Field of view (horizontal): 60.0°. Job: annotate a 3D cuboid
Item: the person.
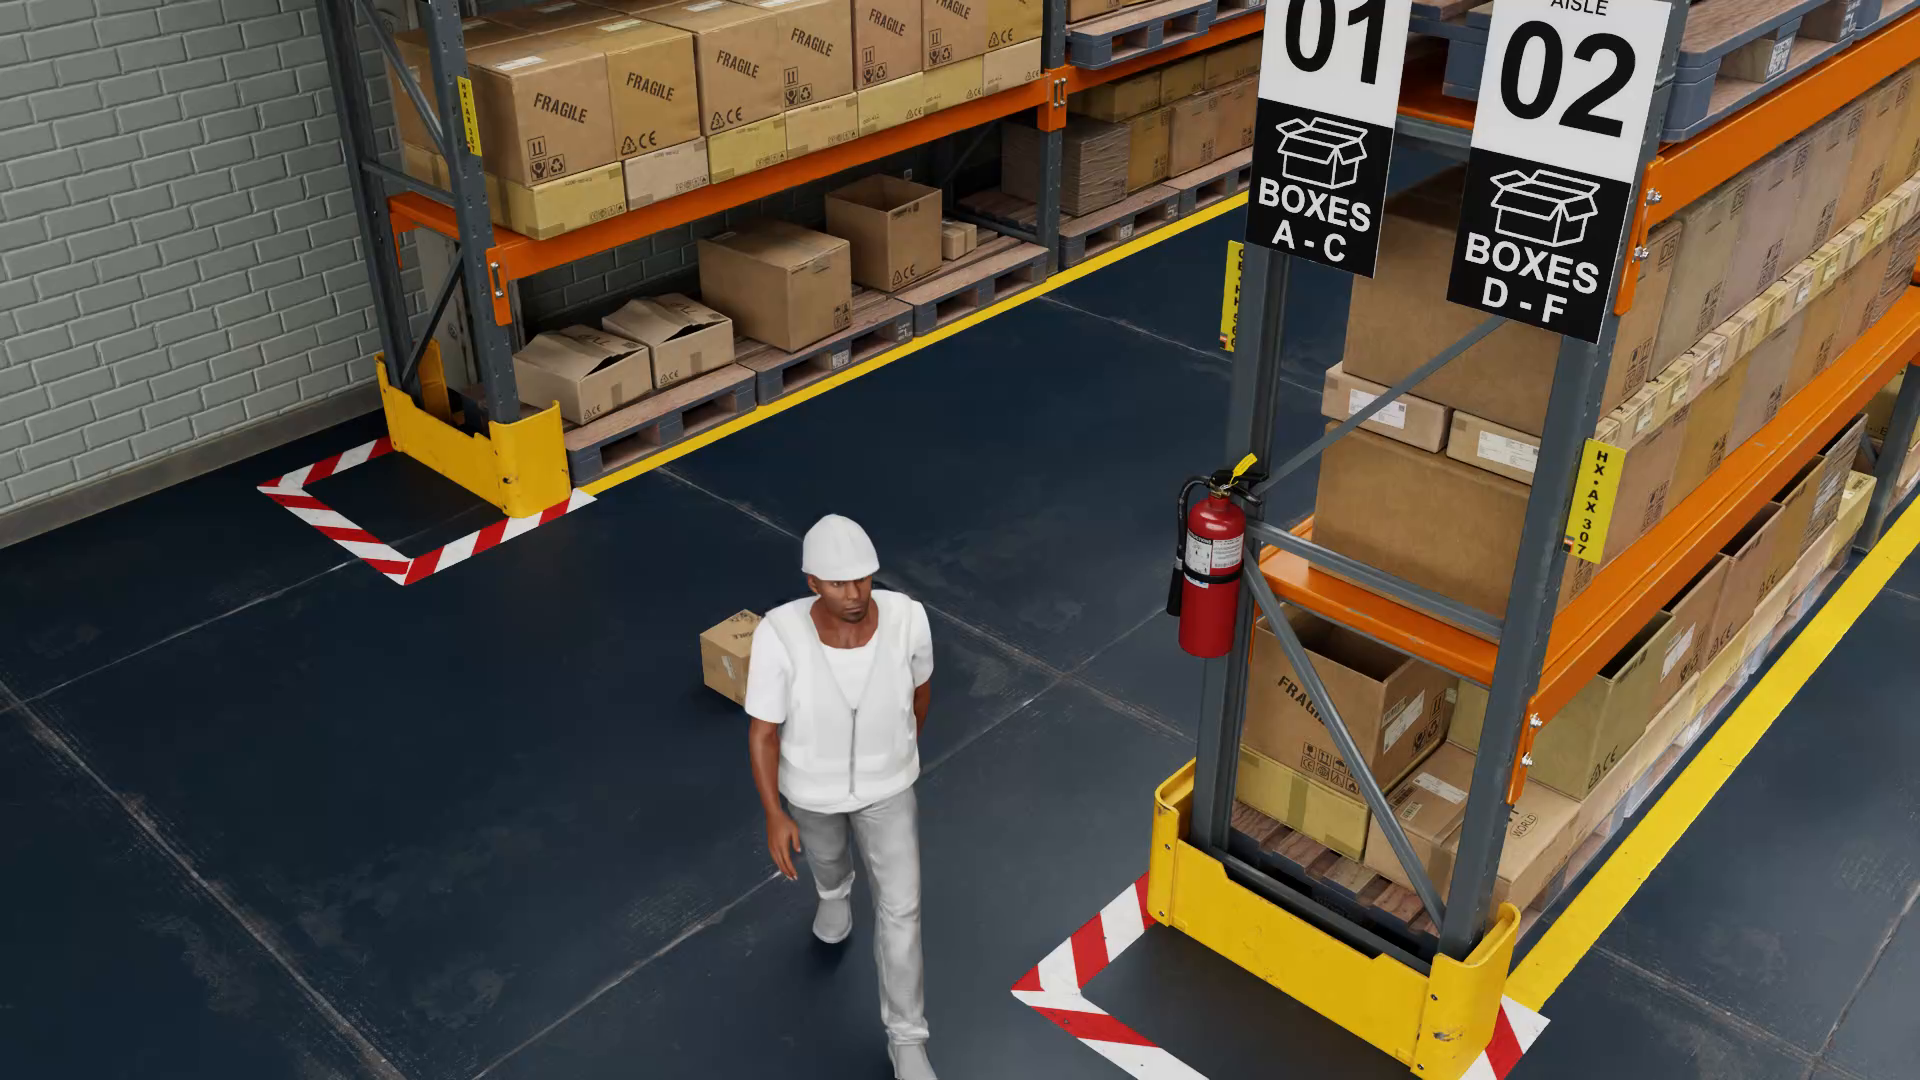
[{"bbox_3d":[-0.326,0.730,4.882,0.564,1.708,1.030,-5,32,-8],"label":"person"}]
